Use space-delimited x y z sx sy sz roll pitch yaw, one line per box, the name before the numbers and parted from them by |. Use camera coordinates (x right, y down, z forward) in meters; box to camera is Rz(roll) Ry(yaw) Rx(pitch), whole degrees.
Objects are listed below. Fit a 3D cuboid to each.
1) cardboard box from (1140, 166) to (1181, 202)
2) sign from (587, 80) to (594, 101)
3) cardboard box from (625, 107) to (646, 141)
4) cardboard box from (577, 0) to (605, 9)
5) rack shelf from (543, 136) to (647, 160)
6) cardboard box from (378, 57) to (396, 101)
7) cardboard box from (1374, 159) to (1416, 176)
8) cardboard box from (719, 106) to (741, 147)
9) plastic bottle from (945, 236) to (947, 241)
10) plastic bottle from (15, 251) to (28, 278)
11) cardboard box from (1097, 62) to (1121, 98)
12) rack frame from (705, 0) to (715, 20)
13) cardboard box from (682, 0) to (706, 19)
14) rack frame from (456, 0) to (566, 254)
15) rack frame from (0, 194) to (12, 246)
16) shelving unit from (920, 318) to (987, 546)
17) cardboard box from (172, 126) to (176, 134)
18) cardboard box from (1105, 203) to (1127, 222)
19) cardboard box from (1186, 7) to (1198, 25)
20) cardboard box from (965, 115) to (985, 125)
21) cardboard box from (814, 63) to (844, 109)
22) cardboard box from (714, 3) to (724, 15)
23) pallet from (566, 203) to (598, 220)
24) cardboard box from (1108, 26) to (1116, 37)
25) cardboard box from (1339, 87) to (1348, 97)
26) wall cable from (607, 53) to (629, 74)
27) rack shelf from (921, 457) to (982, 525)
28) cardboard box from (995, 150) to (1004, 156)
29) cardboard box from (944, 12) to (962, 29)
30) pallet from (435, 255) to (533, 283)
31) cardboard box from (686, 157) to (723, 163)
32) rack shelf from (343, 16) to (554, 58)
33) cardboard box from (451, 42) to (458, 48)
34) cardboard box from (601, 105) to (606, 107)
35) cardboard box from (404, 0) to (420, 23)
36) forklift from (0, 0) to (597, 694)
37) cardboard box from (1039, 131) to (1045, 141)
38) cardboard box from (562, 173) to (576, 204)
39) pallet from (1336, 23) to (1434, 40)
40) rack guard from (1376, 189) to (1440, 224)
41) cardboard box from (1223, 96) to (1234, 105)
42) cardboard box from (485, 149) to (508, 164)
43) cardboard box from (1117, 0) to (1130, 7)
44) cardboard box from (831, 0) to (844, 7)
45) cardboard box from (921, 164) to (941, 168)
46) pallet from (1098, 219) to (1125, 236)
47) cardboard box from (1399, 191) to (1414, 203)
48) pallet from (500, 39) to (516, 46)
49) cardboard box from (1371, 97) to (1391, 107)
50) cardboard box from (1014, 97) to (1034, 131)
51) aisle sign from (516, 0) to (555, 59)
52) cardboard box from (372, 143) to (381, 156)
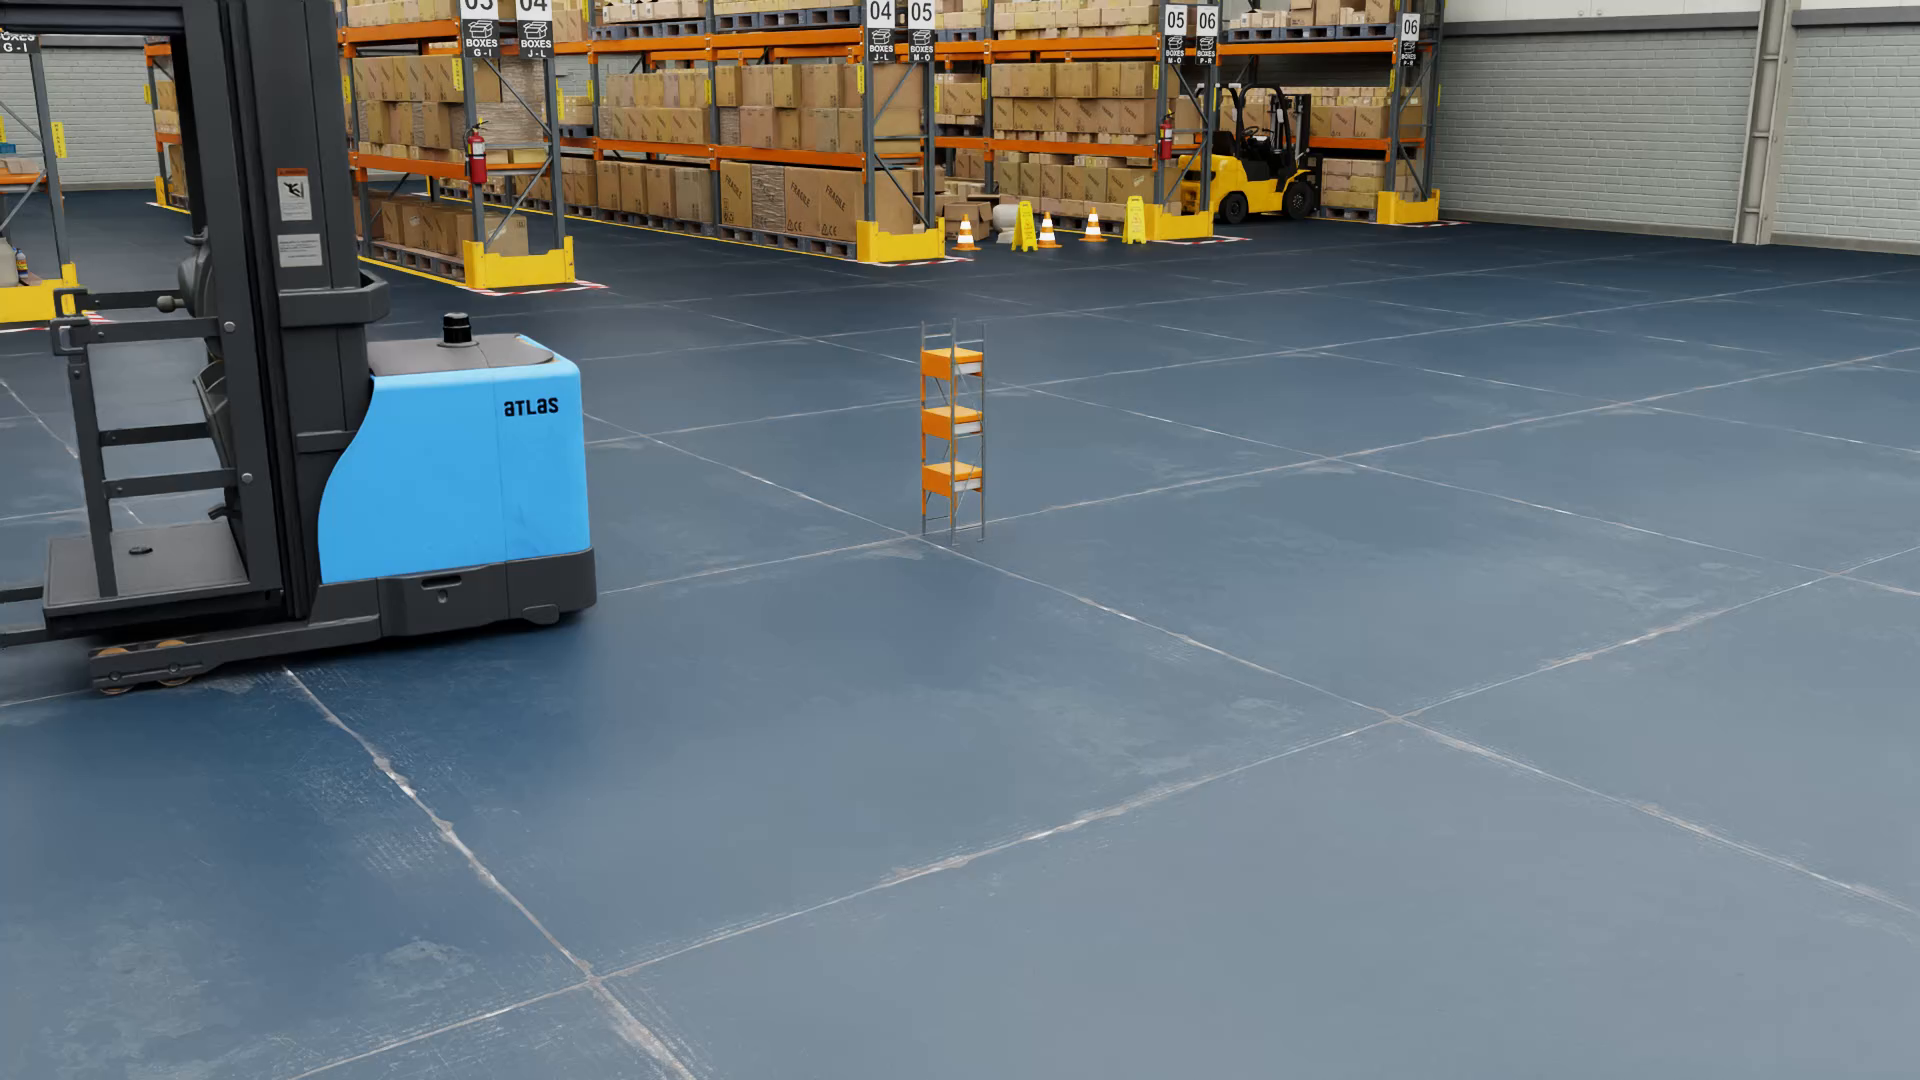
cardboard box | 2.922 -5.270 24.640 0.500 0.500 0.500 -12 19 -36
sign | -5.894 -7.164 26.525 0.100 0.325 0.005 -11 19 -35
cardboard box | -4.818 -6.424 25.677 0.500 0.500 0.500 -11 19 -35
cardboard box | -5.909 -8.640 26.641 0.396 0.266 0.258 -11 19 -35
rack shelf | -6.637 -6.810 28.638 1.077 0.370 4.000 -11 19 -35
cardboard box | -6.533 -5.452 19.669 0.500 0.500 0.500 -11 19 -35
cardboard box | 7.071 -6.073 27.103 0.500 0.250 0.500 -11 19 -35
cardboard box | -2.882 -5.871 23.561 0.875 0.550 0.550 -11 19 -35
plastic bottle | -0.330 -4.285 23.616 0.283 0.061 0.133 10 18 33
plastic bottle | -9.649 -2.836 17.092 0.097 0.271 0.097 0 15 0
cardboard box | 2.419 -6.670 24.117 0.700 0.500 0.500 -11 19 -34
rack frame | -3.109 -8.769 23.070 1.000 3.000 0.127 -11 19 -35
cardboard box | -3.654 -7.627 23.878 0.500 0.250 0.500 -11 19 -34
rack frame | -4.829 -4.273 18.007 1.000 3.000 0.127 -11 19 -35
rack frame | -11.187 -4.359 18.319 1.000 3.000 0.127 -11 19 -35
shelving unit | -0.031 -0.518 7.979 0.215 1.050 0.252 -11 19 -35
cardboard box | -13.536 -7.168 29.058 0.380 0.149 0.250 -11 19 -35
cardboard box | 2.480 -4.824 24.432 0.500 0.250 0.500 -11 19 -35
cardboard box | 3.107 -7.478 23.755 0.500 0.250 0.500 -11 19 -36
cardboard box | 0.310 -6.814 26.971 0.380 0.149 0.250 -11 19 -34
cardboard box | -1.342 -5.803 21.267 0.875 0.550 0.550 -11 19 -35
cardboard box | -3.170 -7.322 22.954 0.380 0.149 0.250 -11 19 -35
pallet | -5.919 -5.552 27.961 1.003 0.211 1.213 -11 19 -35
cardboard box | 2.355 -7.344 24.022 0.380 0.149 0.250 -11 19 -34
cardboard box | 6.387 -7.295 27.067 0.380 0.149 0.250 -11 19 -34
wall cable | -8.414 -11.141 41.176 0.588 1.984 0.122 -11 19 -35
rack shelf | -0.031 -0.240 8.055 0.215 0.259 0.240 -11 19 -35
cardboard box | 0.959 -8.068 34.582 0.380 0.149 0.250 -10 18 -33
cardboard box | 0.081 -8.454 27.088 0.500 0.250 0.500 -11 19 -34
pallet | -5.322 -3.124 19.089 1.003 0.211 1.213 -11 19 -35
cardboard box | -5.206 -7.875 35.226 0.875 0.438 0.875 -10 18 -33
rack shelf | -6.005 -5.800 19.267 1.077 0.370 4.000 -11 19 -35
cardboard box | -9.193 -9.344 31.136 0.500 0.250 0.500 -11 19 -35
cardboard box | -5.744 -7.147 27.623 0.380 0.149 0.250 -10 18 -32
cardboard box | -5.908 -5.928 18.656 0.500 0.250 0.500 -10 18 -33
forklift | -3.048 -1.013 6.224 3.031 2.935 1.130 -8 17 -26
cardboard box | 1.432 -6.219 25.593 0.380 0.149 0.250 -11 19 -35
cardboard box | -6.362 -5.938 28.030 0.500 0.500 0.500 -10 18 -32
pallet | 6.805 -8.142 26.627 1.003 0.211 1.213 -11 19 -35
rack guard | 7.214 -5.372 26.757 1.175 0.500 0.348 -11 19 -35
cardboard box | 4.823 -7.689 29.069 0.380 0.149 0.250 -11 19 -35
cardboard box | -5.163 -4.181 18.146 0.380 0.149 0.250 -11 19 -35
cardboard box | 2.464 -7.661 23.667 0.380 0.149 0.250 -11 19 -35
cardboard box | -1.374 -6.670 20.574 0.380 0.149 0.250 -11 19 -34
cardboard box | -0.630 -8.179 36.660 0.396 0.266 0.258 -10 18 -33
pallet | 2.694 -4.662 24.709 1.003 0.211 1.213 -11 19 -35
cardboard box | 7.070 -5.594 27.247 0.500 0.250 0.500 -11 19 -34
pallet | -7.536 -8.792 29.190 1.213 0.211 1.003 -11 19 -35
cardboard box | 6.770 -6.974 26.458 0.380 0.149 0.250 -11 19 -34
cardboard box | 1.183 -6.617 25.816 0.500 0.500 0.500 -11 19 -35
aisle sign | -4.550 -5.561 17.786 0.394 0.787 0.004 -11 19 -35
cardboard box | -6.991 -4.809 20.441 0.380 0.149 0.250 -11 19 -35
